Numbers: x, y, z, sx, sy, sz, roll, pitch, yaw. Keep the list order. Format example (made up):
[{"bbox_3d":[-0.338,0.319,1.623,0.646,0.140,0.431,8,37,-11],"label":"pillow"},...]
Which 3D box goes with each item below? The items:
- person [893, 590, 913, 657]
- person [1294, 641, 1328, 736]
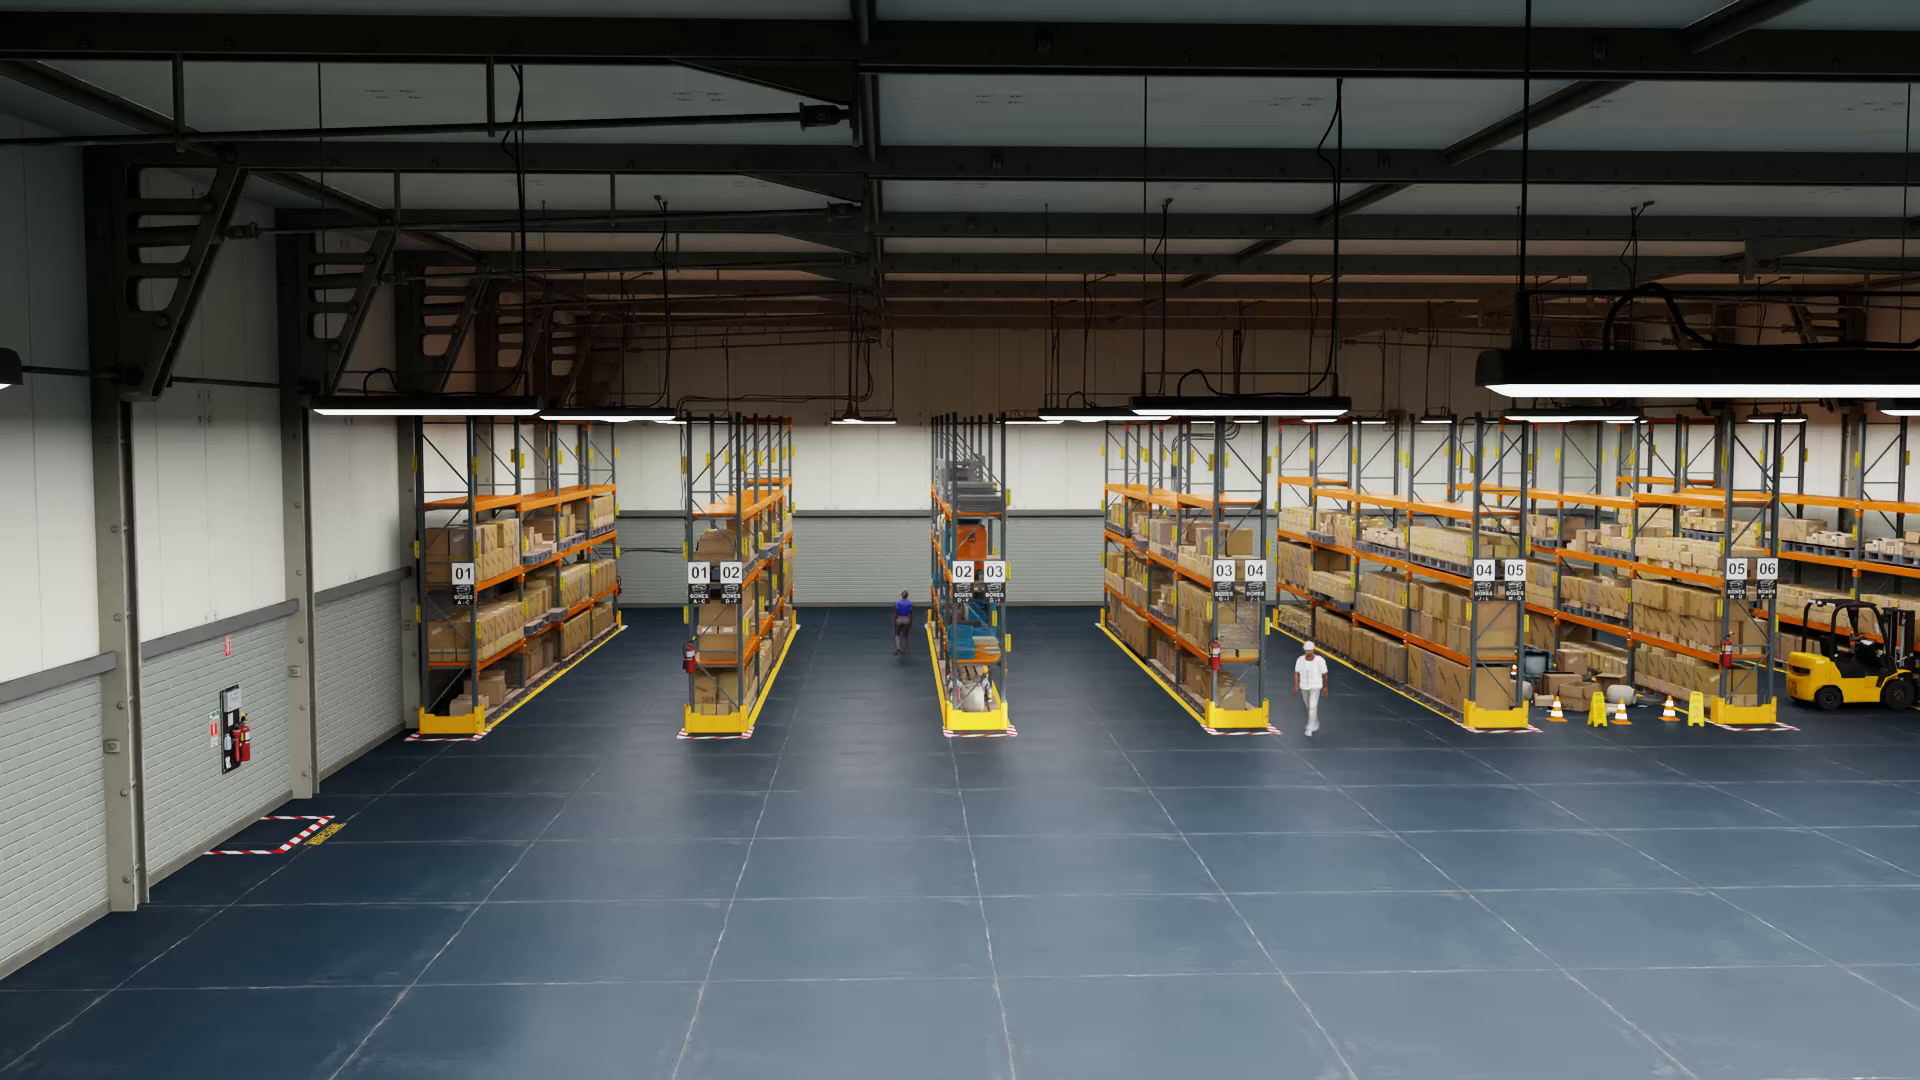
[{"bbox_3d":[-1.409,2.079,41.306,0.493,1.656,0.458,0,4,-1],"label":"person"},{"bbox_3d":[6.469,2.734,30.843,0.596,1.714,0.996,3,5,38],"label":"person"}]
